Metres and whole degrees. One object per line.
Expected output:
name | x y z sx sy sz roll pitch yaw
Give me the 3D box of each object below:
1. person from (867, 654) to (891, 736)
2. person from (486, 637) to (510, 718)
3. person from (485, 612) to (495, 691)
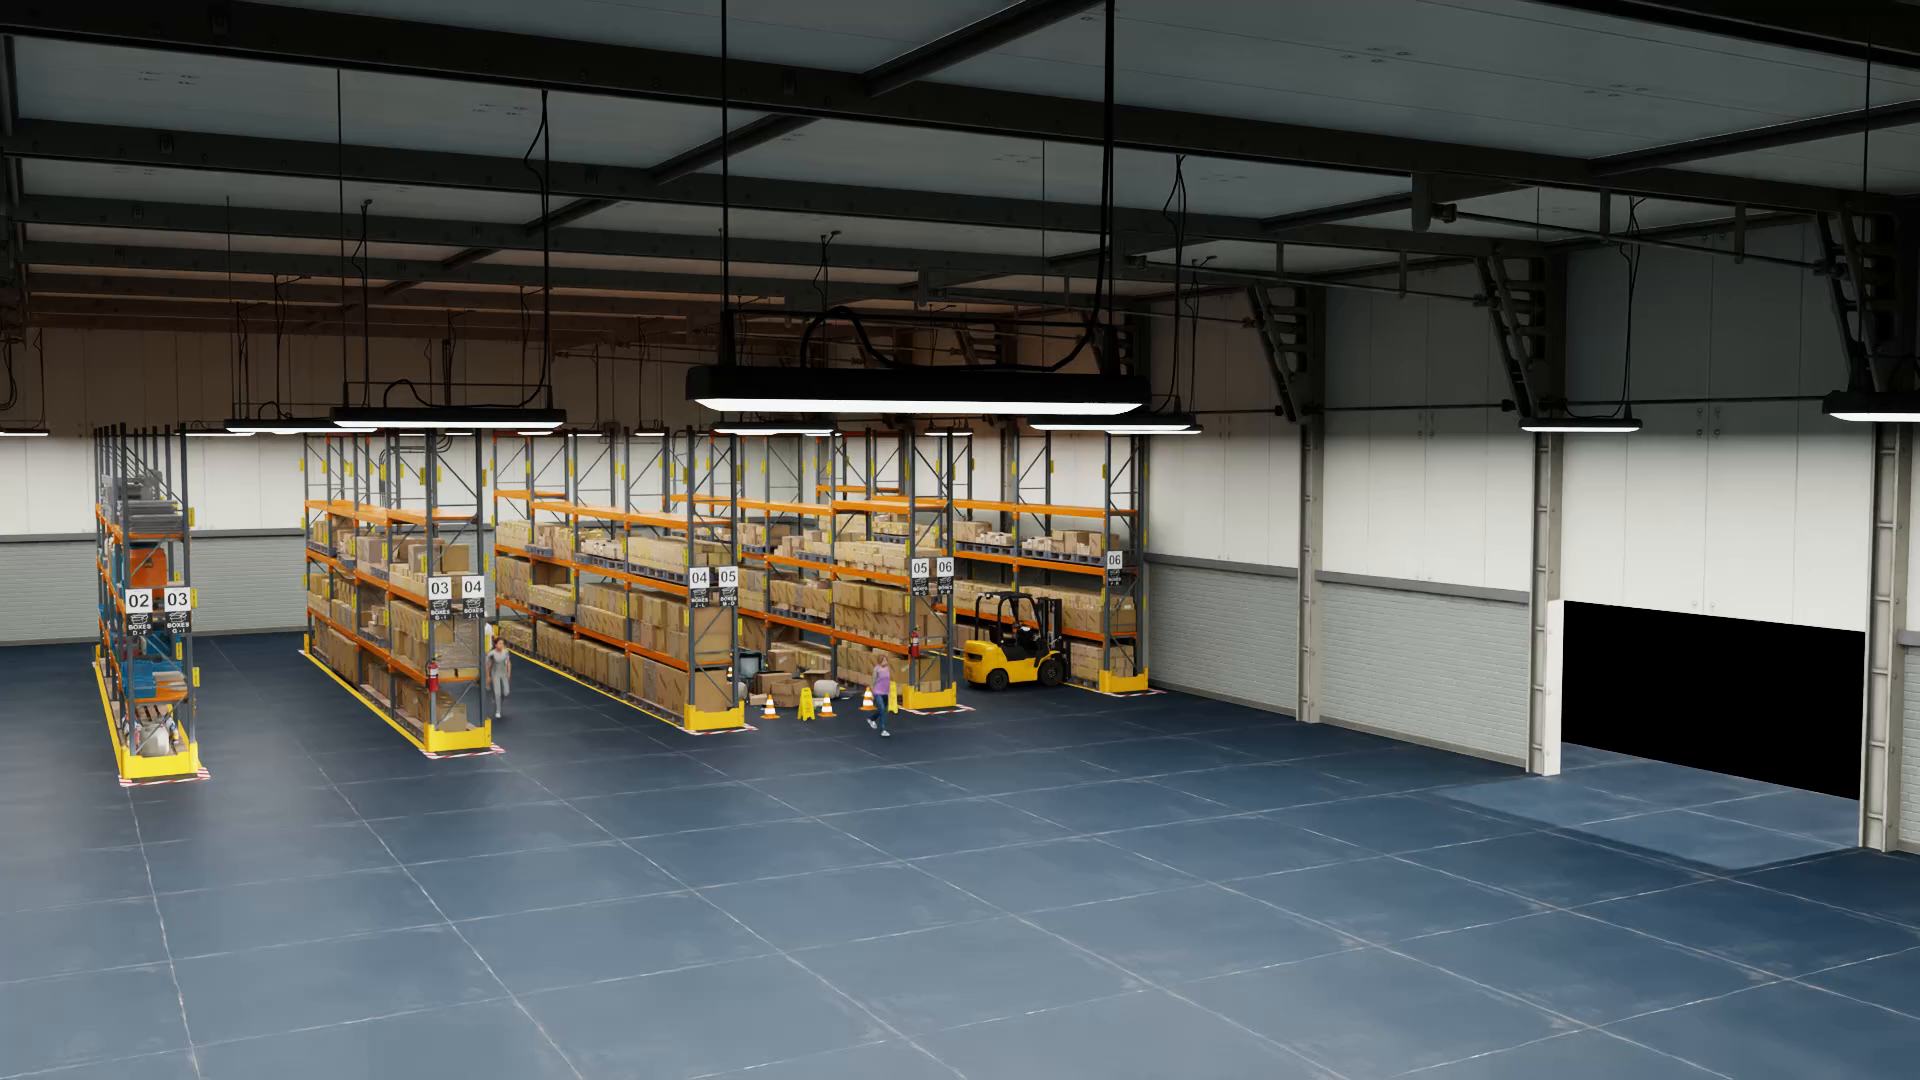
person | -1.547 2.980 32.263 0.454 1.557 0.828 -3 5 -43
person | -9.599 2.821 34.444 0.523 1.653 0.640 -3 5 -41
person | -10.874 2.538 38.249 0.703 1.779 0.599 3 5 40
